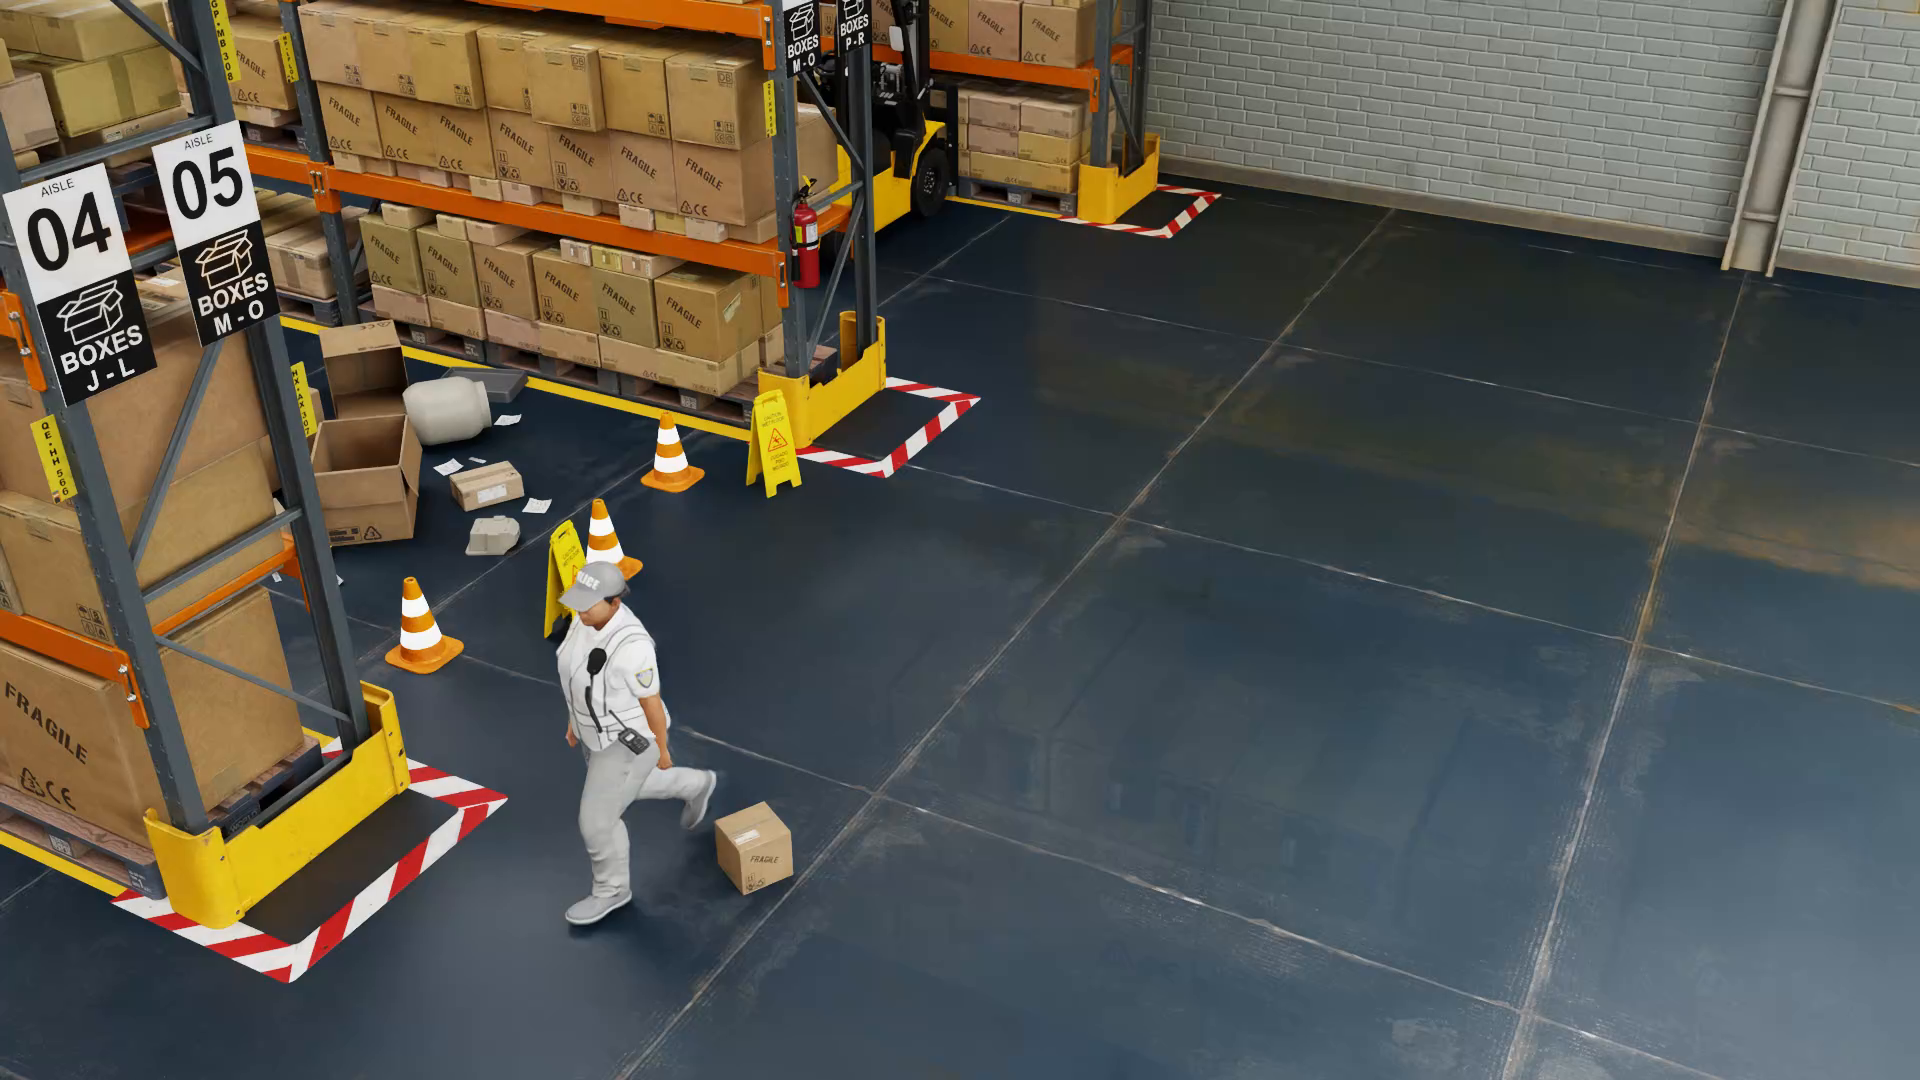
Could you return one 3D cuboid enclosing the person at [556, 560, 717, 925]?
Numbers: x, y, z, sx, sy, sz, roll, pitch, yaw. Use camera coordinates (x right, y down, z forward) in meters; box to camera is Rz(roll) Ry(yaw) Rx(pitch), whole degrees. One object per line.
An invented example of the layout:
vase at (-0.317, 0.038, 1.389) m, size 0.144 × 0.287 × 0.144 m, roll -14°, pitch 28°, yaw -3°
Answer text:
person at (-1.377, 0.770, 6.937) m, size 0.849 × 1.622 × 0.481 m, roll -20°, pitch 36°, yaw -30°
